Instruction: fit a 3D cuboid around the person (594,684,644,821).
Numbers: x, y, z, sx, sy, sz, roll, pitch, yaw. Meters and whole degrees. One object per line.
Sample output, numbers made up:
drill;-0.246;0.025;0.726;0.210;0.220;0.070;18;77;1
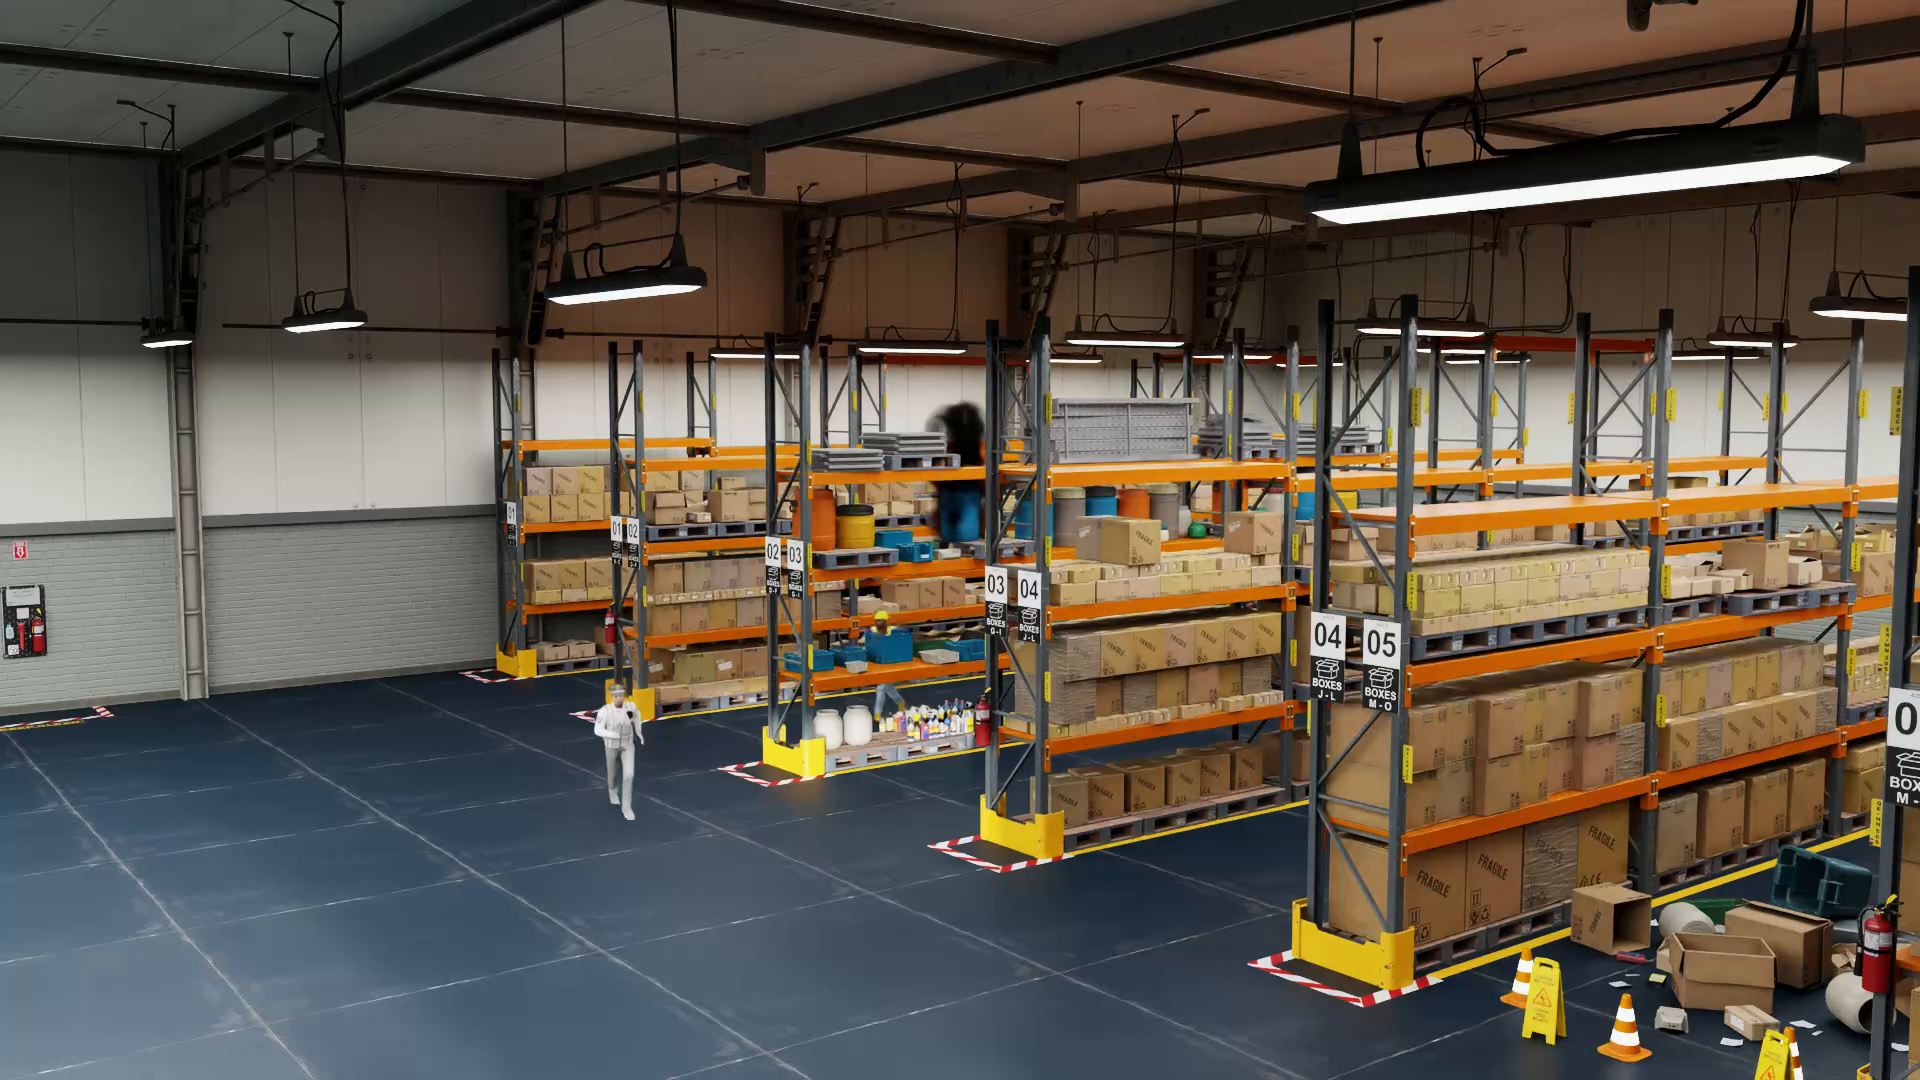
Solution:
person;-4.191;2.548;20.445;0.601;1.659;0.940;-1;5;-15

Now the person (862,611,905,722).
person;-1.182;1.967;26.470;0.672;1.737;0.845;3;6;28
